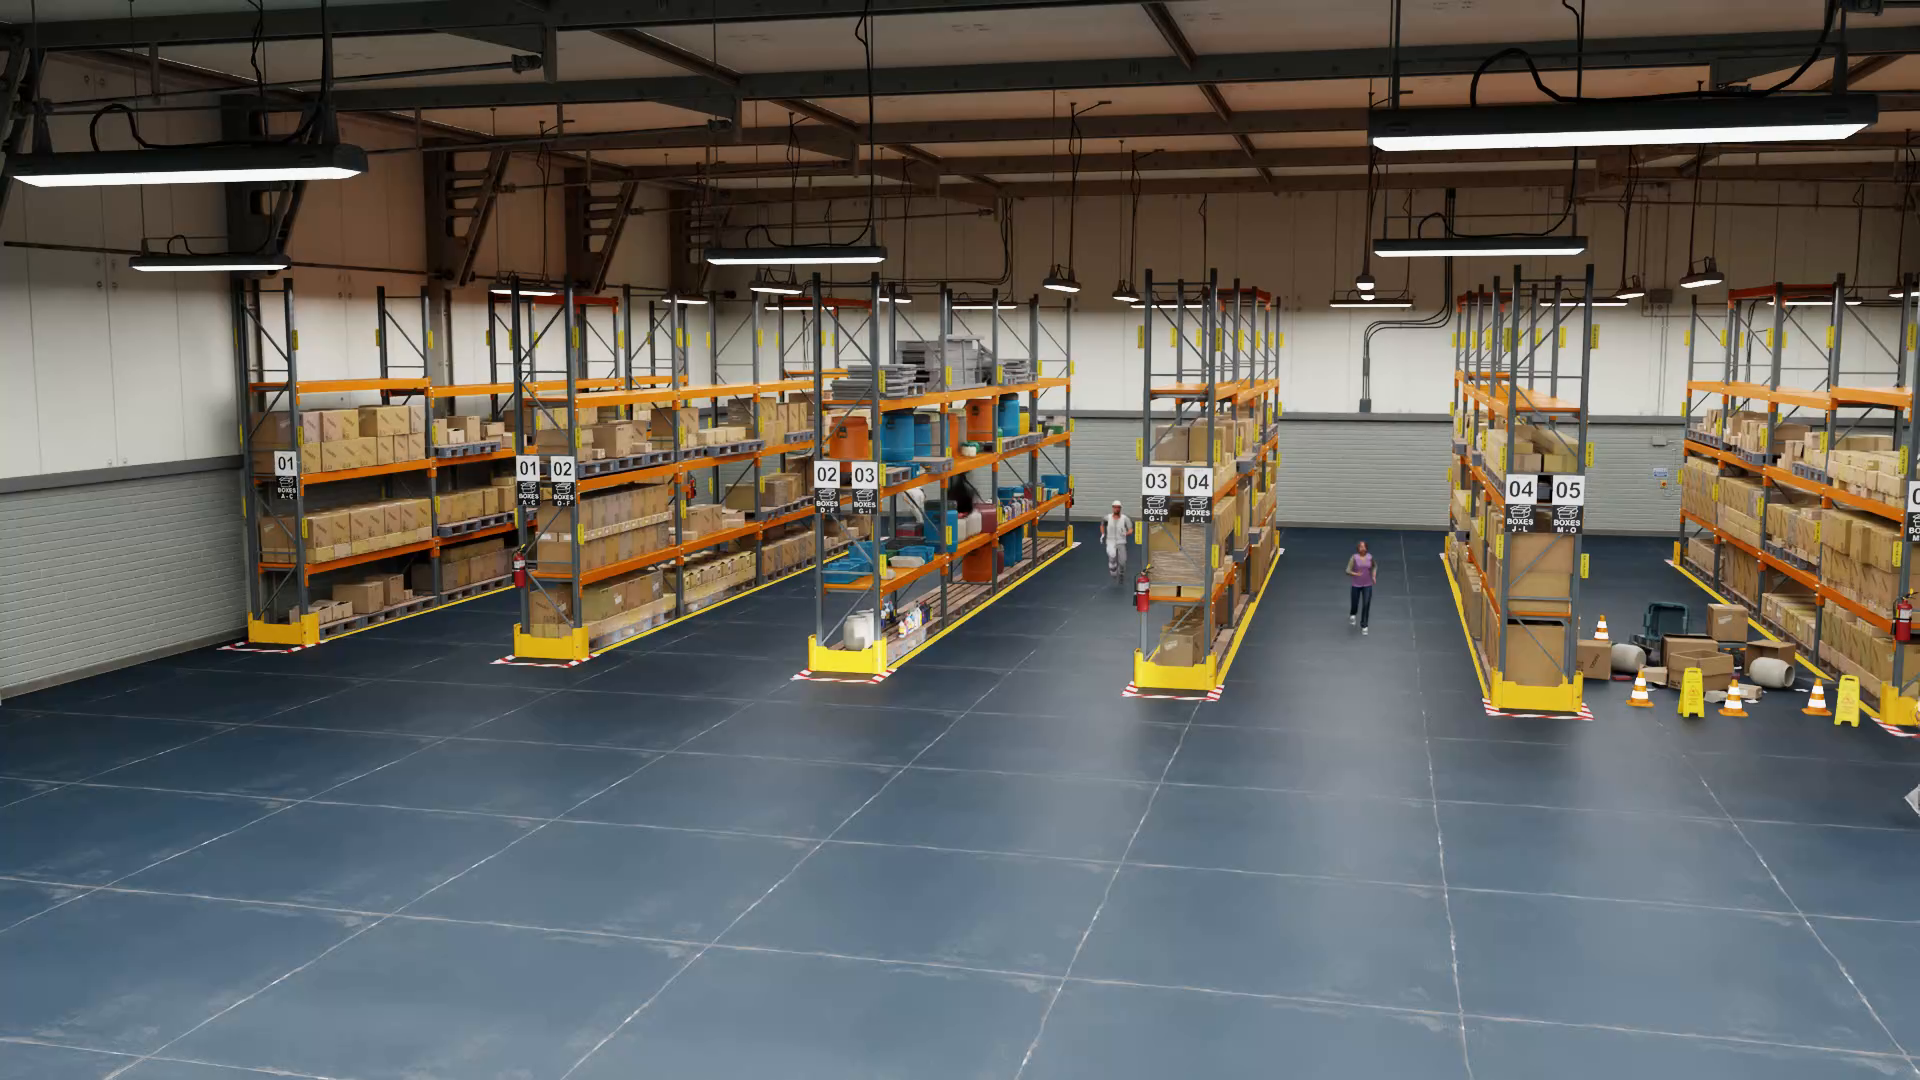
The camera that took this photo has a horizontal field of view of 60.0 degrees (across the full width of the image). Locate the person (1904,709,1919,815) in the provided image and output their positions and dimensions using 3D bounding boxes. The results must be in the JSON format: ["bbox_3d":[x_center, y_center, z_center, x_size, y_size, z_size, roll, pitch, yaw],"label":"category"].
[{"bbox_3d":[10.105,2.123,16.937,0.570,1.689,0.896,-4,8,-31],"label":"person"}]

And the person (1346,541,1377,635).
[{"bbox_3d":[6.903,0.795,28.585,0.552,1.575,0.819,0,7,4],"label":"person"}]

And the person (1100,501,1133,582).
[{"bbox_3d":[3.128,0.046,33.298,0.669,1.673,0.934,1,7,7],"label":"person"}]

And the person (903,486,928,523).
[{"bbox_3d":[-1.067,-0.821,41.962,0.609,1.598,0.536,-6,9,-42],"label":"person"}]
